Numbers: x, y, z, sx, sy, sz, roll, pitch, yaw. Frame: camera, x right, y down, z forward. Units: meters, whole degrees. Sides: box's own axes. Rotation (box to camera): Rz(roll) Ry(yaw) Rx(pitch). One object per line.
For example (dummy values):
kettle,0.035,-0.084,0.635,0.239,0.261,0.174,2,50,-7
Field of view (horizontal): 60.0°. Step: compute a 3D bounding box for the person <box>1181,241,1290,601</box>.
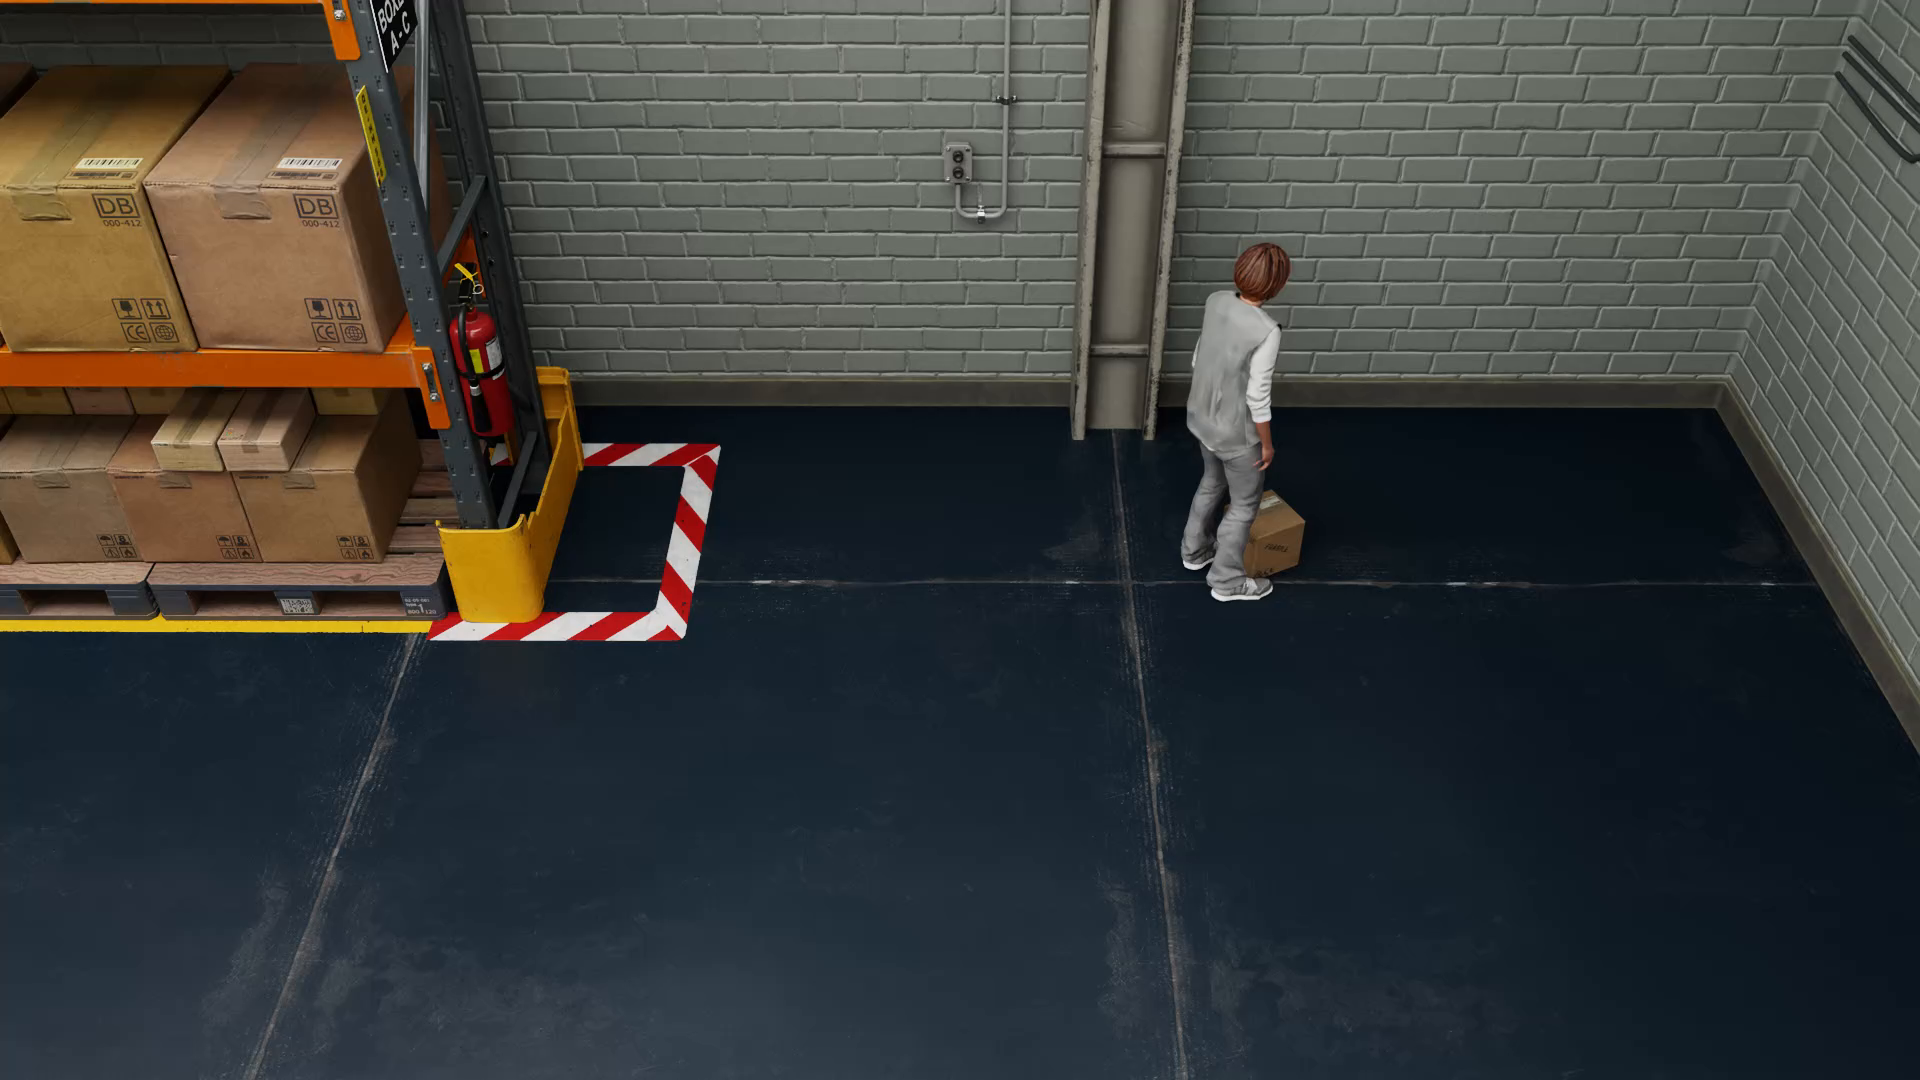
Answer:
person,1.101,-0.463,6.715,0.347,1.591,0.482,-20,44,-22
